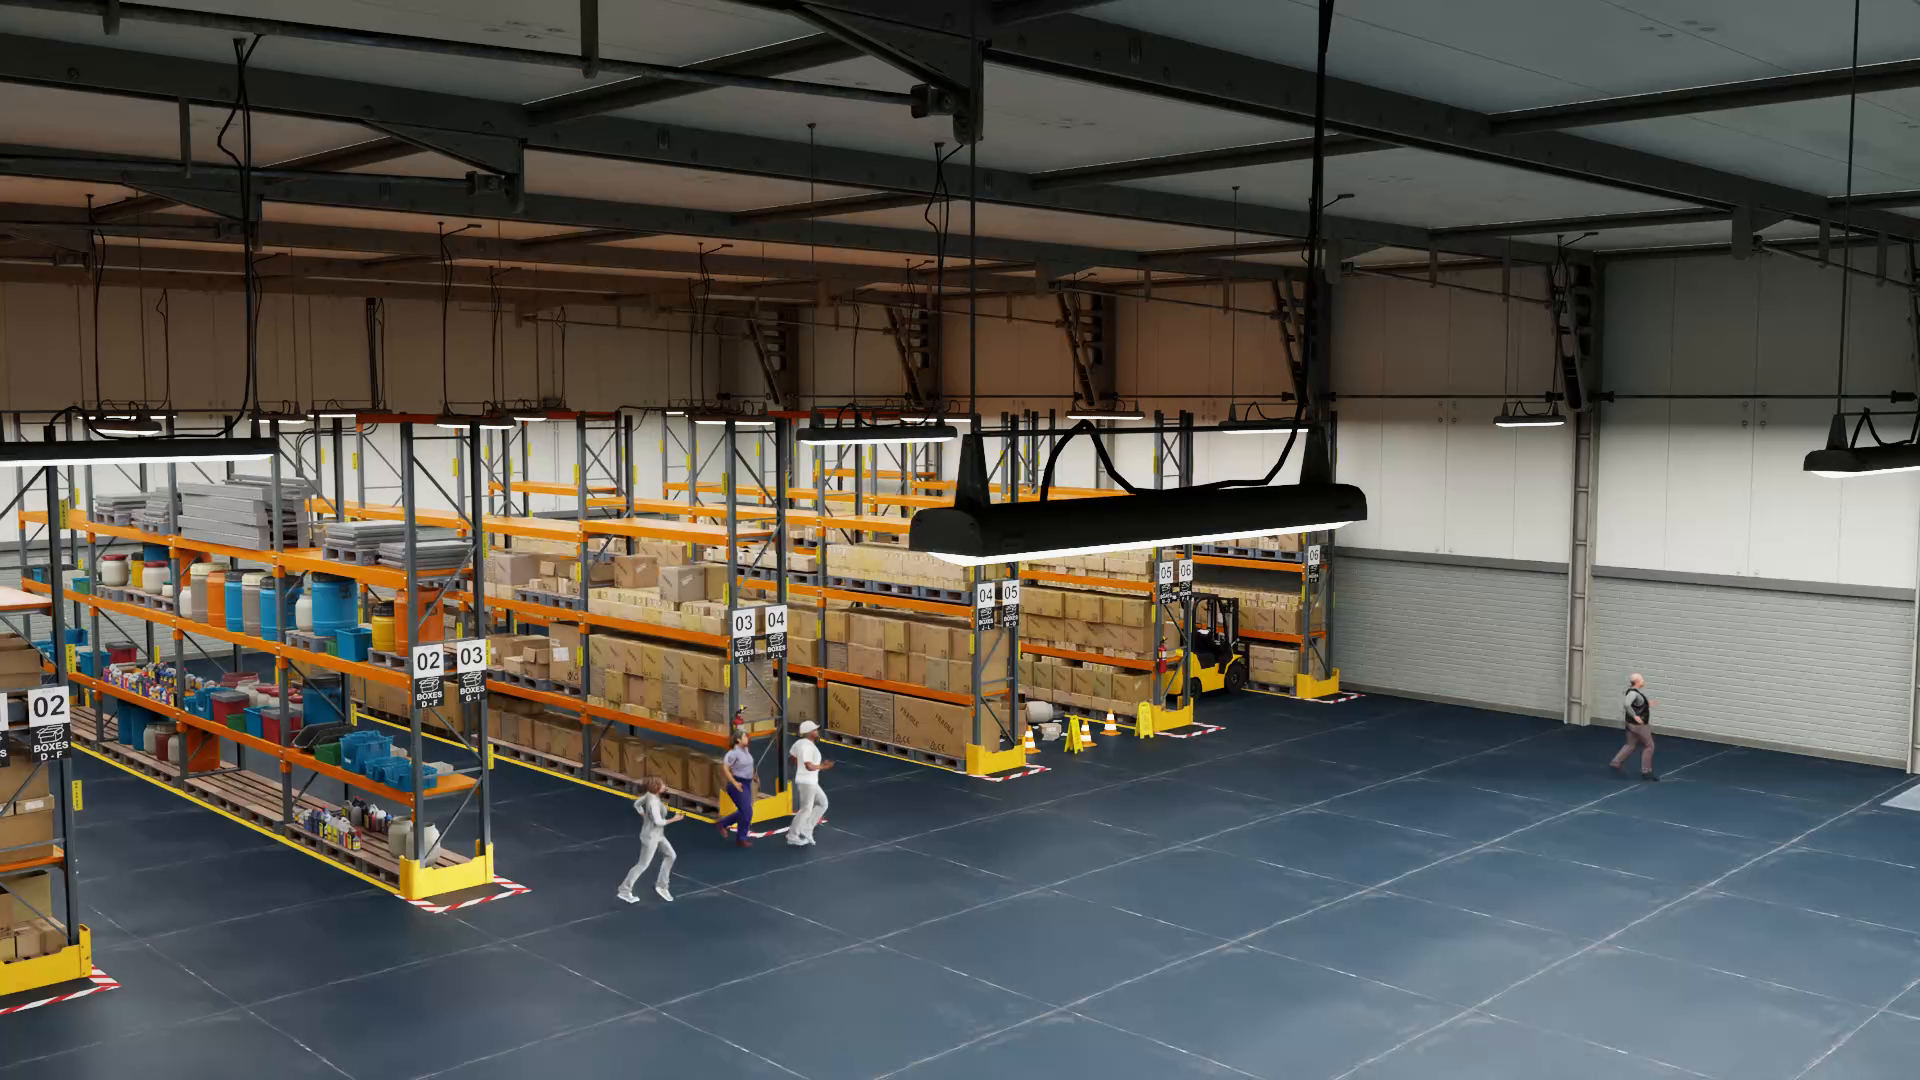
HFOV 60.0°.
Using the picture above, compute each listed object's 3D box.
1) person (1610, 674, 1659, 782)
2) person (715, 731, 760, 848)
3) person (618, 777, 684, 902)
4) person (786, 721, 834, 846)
[{"bbox_3d":[11.144,3.085,27.428,0.747,1.774,0.643,1,5,8],"label":"person"},{"bbox_3d":[-3.142,3.510,23.522,0.607,1.601,0.655,1,5,15],"label":"person"},{"bbox_3d":[-3.849,3.736,20.706,0.823,1.618,0.549,-1,5,-10],"label":"person"},{"bbox_3d":[-2.121,3.434,23.464,0.689,1.779,0.700,-1,5,-7],"label":"person"}]
